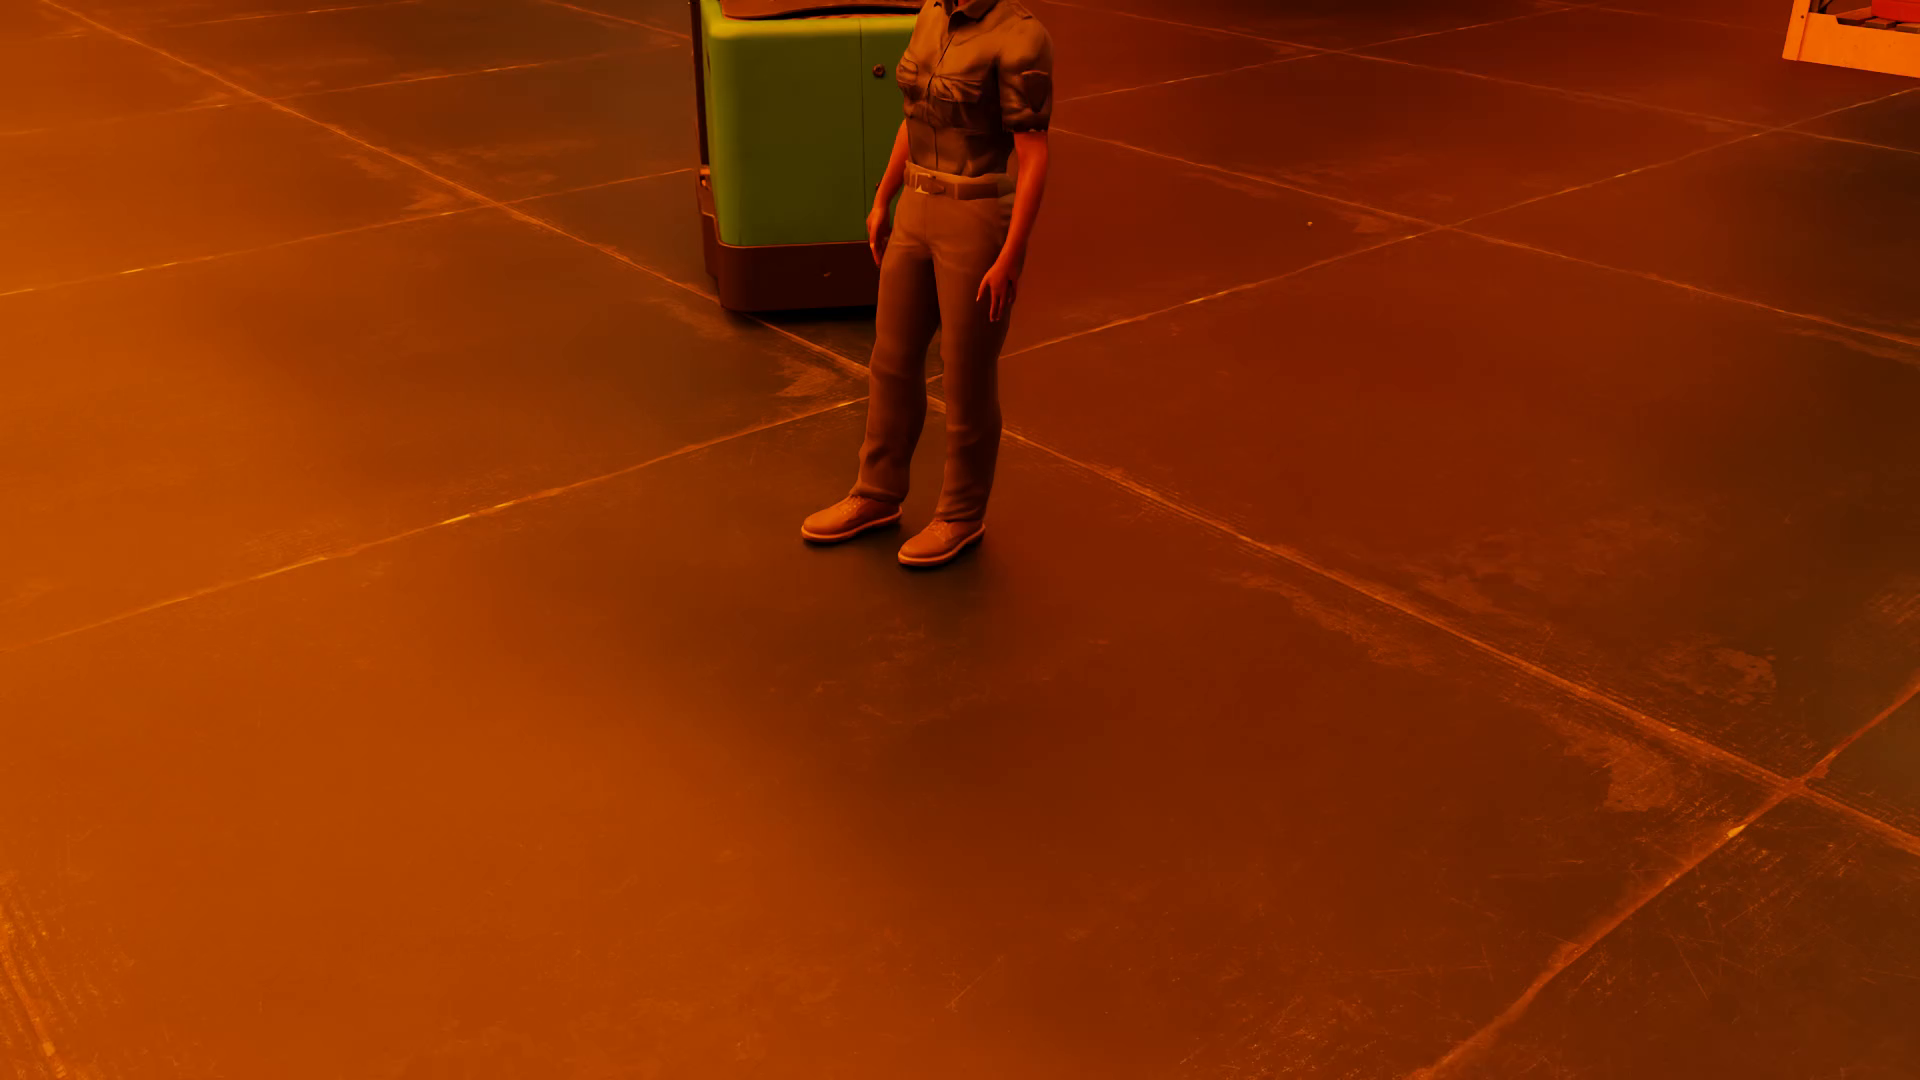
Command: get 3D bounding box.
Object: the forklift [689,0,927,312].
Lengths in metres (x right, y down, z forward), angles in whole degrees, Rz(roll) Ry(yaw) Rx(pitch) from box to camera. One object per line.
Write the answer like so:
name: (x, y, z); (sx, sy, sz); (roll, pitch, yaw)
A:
forklift: (-0.600, -2.766, 6.779); (1.130, 2.935, 3.031); (-5, 27, -9)

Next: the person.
person: (-0.080, -0.729, 4.093); (0.503, 1.656, 0.570); (-20, 33, -35)
